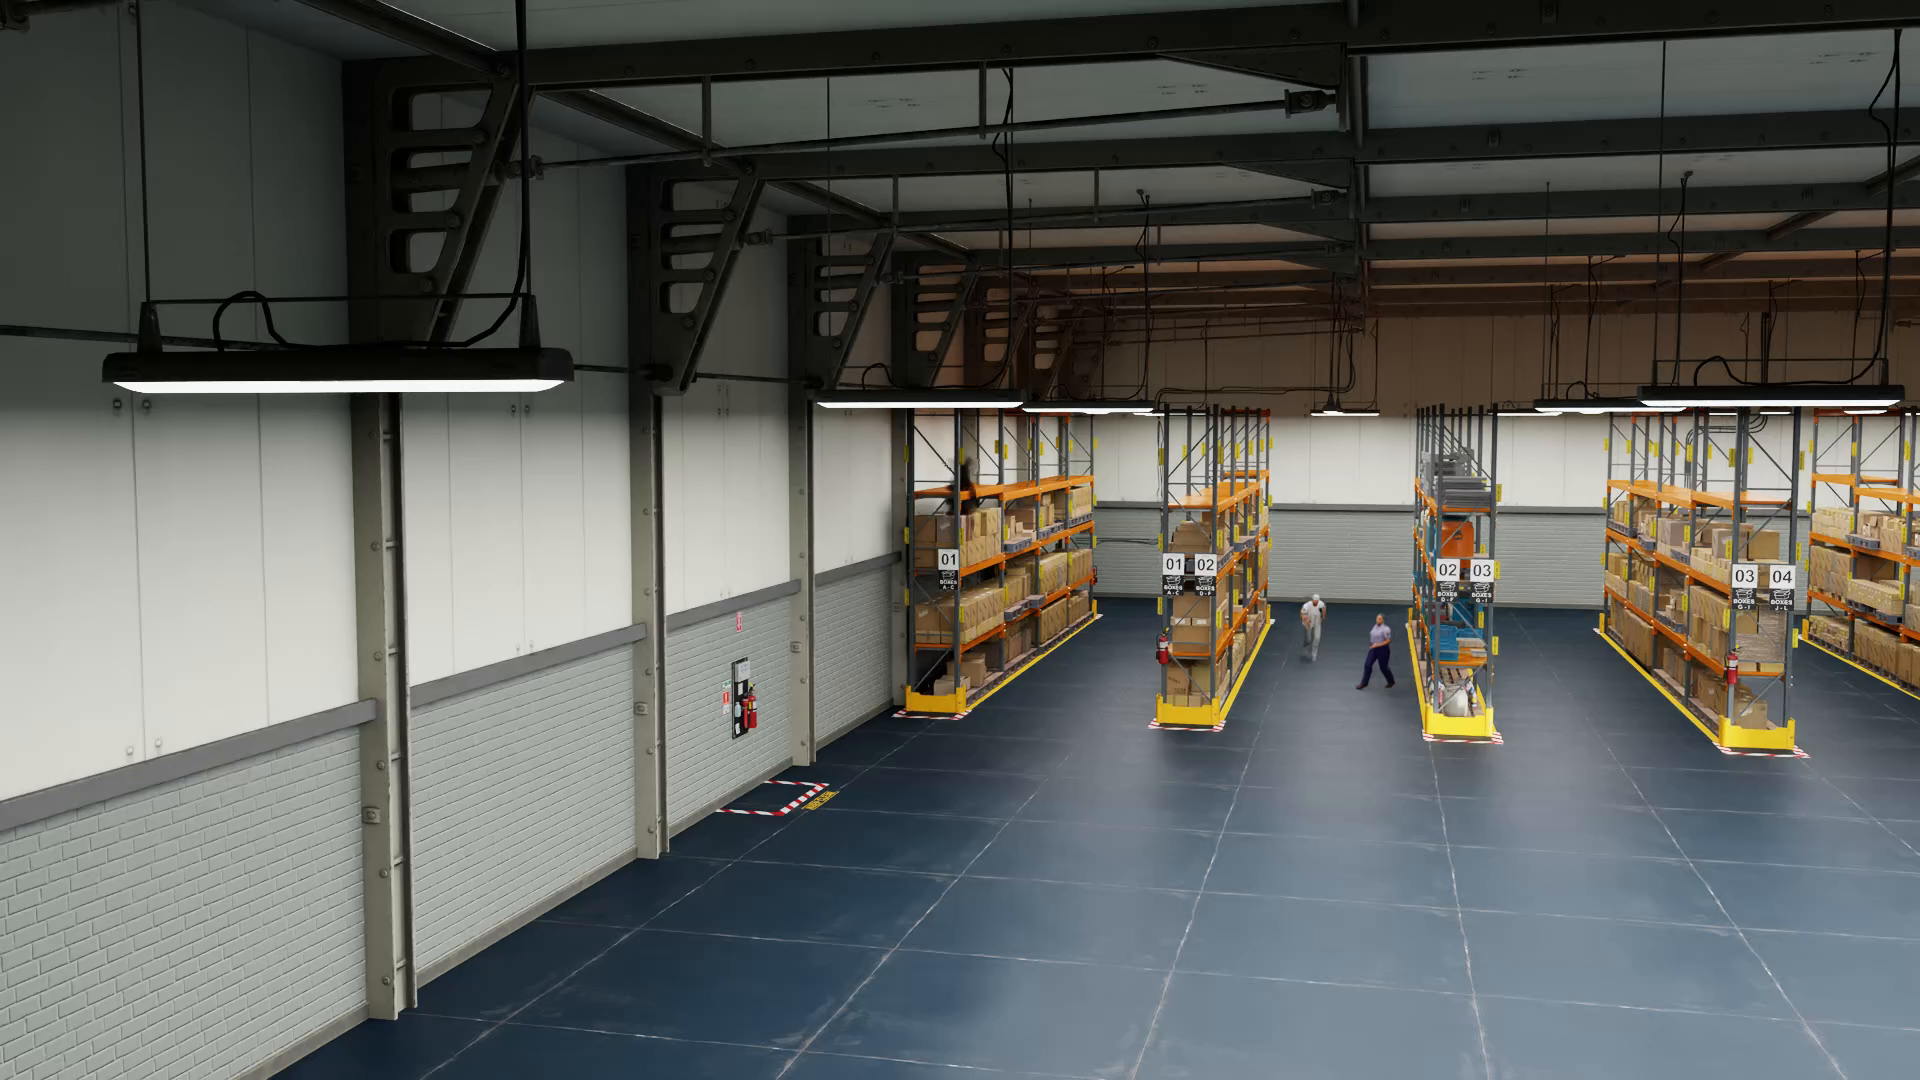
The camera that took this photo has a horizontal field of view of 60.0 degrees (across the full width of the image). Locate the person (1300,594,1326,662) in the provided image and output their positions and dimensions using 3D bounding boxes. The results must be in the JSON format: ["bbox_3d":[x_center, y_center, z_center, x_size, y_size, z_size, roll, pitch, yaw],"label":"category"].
[{"bbox_3d":[8.390,2.065,39.665,0.631,1.629,1.002,-1,4,-8],"label":"person"}]

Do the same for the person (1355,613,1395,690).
[{"bbox_3d":[8.813,2.332,34.899,0.861,1.616,0.638,-3,5,-34],"label":"person"}]
